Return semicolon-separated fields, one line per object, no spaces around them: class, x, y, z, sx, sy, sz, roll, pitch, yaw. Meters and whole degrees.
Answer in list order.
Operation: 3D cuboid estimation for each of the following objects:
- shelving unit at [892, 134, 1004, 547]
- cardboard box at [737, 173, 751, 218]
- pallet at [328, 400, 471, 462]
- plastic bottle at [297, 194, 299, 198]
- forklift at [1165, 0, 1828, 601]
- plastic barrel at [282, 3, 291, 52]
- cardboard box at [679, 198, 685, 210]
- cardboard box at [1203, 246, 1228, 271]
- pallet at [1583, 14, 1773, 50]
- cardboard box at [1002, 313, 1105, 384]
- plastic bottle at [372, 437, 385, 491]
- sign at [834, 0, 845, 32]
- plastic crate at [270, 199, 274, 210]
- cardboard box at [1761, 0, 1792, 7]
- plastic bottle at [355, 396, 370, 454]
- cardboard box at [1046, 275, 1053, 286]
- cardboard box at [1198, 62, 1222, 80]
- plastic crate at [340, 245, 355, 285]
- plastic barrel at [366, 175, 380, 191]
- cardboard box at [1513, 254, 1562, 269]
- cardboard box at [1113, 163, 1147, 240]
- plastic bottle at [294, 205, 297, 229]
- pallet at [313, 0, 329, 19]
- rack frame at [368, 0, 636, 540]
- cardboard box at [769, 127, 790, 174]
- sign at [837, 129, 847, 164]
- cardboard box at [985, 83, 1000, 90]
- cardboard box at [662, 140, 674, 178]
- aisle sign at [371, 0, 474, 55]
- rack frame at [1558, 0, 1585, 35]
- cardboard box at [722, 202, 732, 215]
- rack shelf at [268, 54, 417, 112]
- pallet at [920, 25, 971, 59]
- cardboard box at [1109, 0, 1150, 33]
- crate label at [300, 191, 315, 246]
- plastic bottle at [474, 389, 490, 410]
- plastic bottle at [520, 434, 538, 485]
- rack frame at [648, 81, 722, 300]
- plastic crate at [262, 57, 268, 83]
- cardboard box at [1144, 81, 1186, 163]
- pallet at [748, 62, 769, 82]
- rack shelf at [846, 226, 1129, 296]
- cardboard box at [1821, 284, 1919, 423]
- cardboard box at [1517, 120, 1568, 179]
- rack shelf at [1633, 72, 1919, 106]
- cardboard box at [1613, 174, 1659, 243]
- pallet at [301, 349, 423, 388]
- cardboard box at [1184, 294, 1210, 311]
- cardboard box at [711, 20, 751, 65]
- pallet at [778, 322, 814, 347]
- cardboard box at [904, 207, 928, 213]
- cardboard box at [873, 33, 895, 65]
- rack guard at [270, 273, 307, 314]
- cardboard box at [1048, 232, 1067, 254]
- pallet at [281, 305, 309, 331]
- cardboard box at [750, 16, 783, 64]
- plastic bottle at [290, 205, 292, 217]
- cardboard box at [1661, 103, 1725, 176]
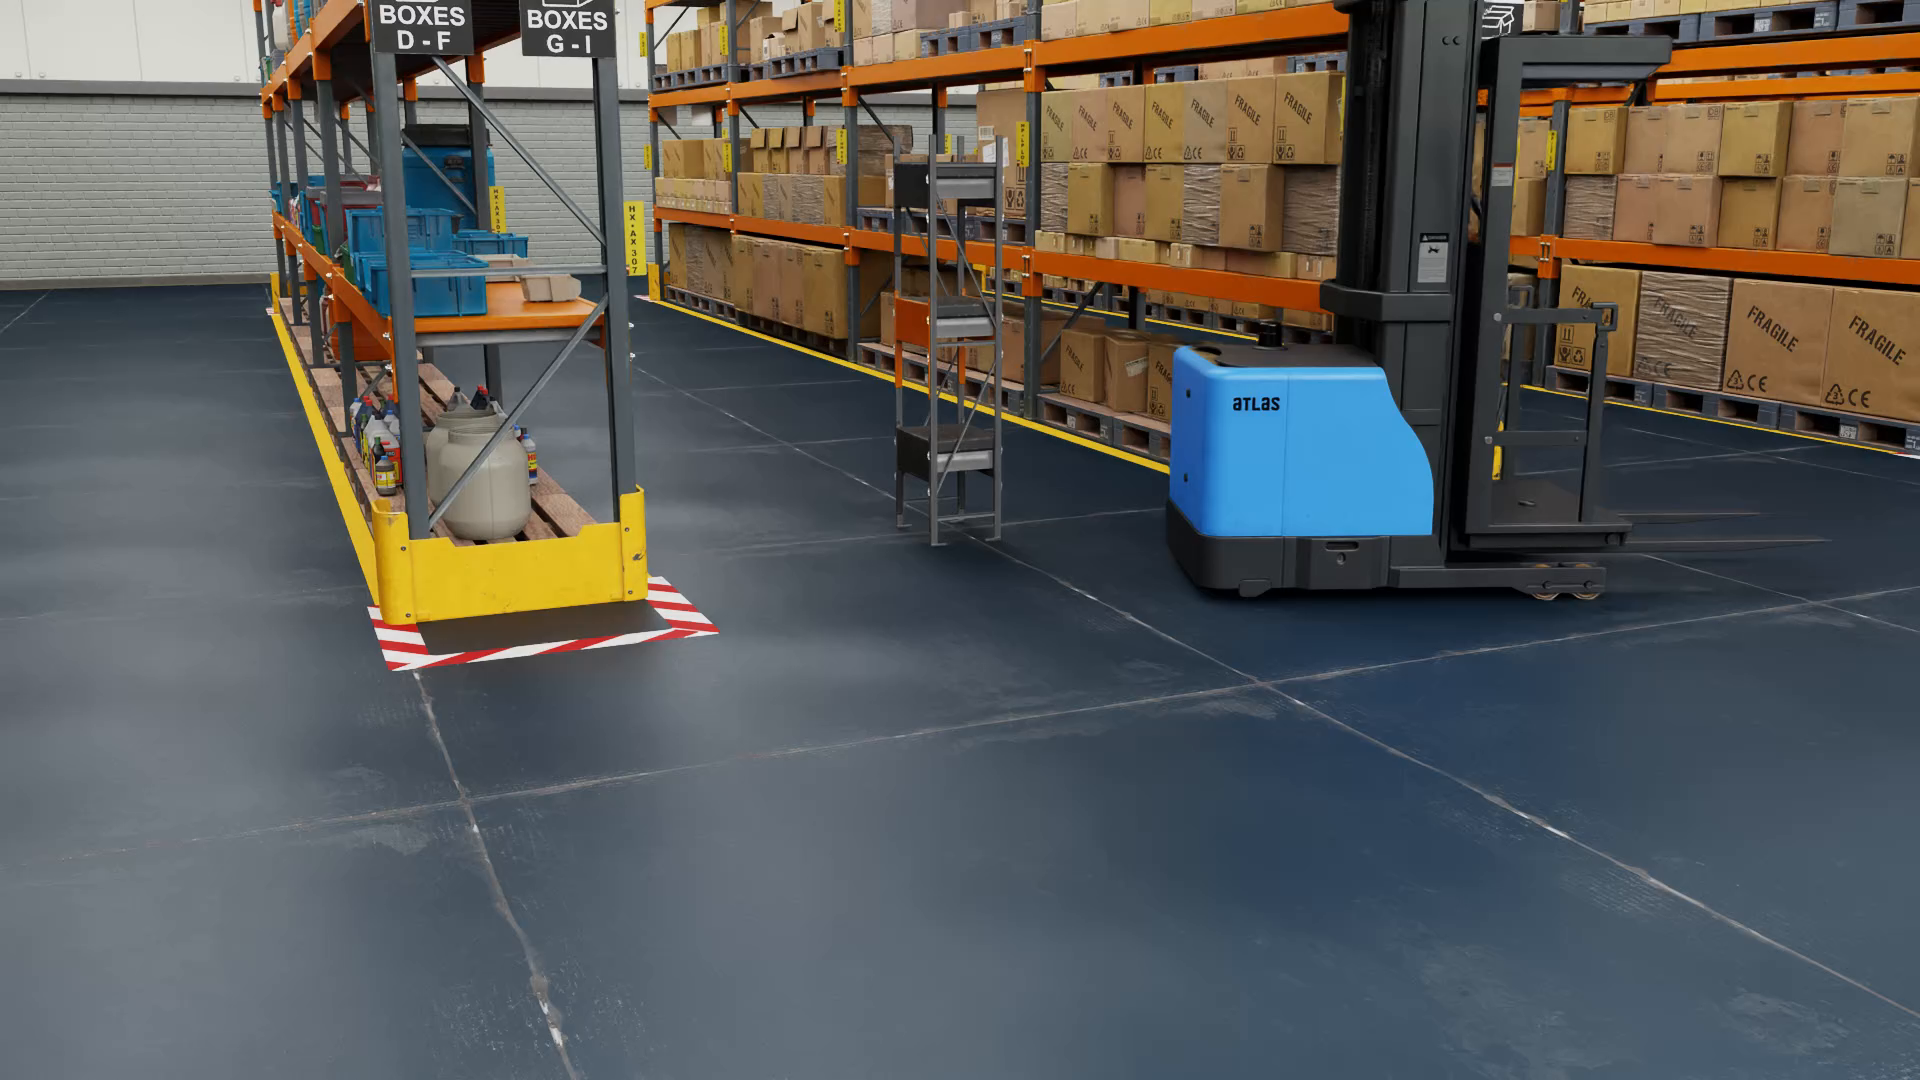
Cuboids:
shelving unit;-0.066;-1.057;8.781;0.431;2.100;0.503;-6;14;-23
cardboard box;-2.274;-4.019;19.362;0.500;0.500;0.500;-6;14;-23
pallet;-3.913;-0.788;11.807;1.003;0.211;1.213;-6;14;-23
plastic bottle;-6.908;-3.506;17.477;0.144;0.351;0.185;-6;14;-23
forklift;2.583;-1.268;7.847;3.031;2.935;1.130;-1;13;-3
plastic barrel;-5.322;-4.238;13.630;0.421;0.512;0.421;0;13;0
cardboard box;-3.475;-4.424;21.888;0.380;0.149;0.250;-6;14;-24
cardboard box;1.758;-1.784;10.481;0.380;0.149;0.250;-6;14;-23
pallet;5.878;-4.111;13.523;1.003;0.211;1.213;-6;14;-23
cardboard box;0.749;-1.561;13.528;0.700;0.500;0.500;-7;15;-27
plastic bottle;-3.162;-0.415;9.058;0.061;0.283;0.133;-5;14;-22
sign;-1.139;-4.965;15.696;0.100;0.325;0.005;-6;14;-23
plastic crate;-8.520;-4.213;20.874;0.250;0.136;0.298;-6;14;-23
cardboard box;6.108;-3.982;12.172;0.380;0.149;0.250;-5;14;-22
plastic bottle;-3.620;-0.707;10.173;0.144;0.351;0.185;-5;14;-21
cardboard box;1.429;-3.655;23.401;0.380;0.149;0.250;-5;14;-22
cardboard box;3.087;-5.500;19.106;0.500;0.500;0.500;-6;14;-23
plastic crate;-3.278;-1.579;9.509;0.450;0.188;0.662;-6;14;-23
plastic barrel;-4.702;-2.812;14.066;0.600;0.536;0.708;-6;14;-23
cardboard box;7.899;-3.661;21.817;0.875;0.875;0.875;-5;14;-22
cardboard box;1.559;-2.330;11.402;0.875;0.500;0.500;-6;14;-23
plastic bottle;-6.446;-3.182;16.253;0.097;0.271;0.097;0;13;0
pallet;-3.185;-3.217;9.884;1.213;0.211;1.003;-6;14;-23
rack frame;-1.961;-1.162;7.236;1.000;3.000;0.127;-6;14;-23
cardboard box;-1.702;-4.351;18.573;0.797;0.503;0.637;-5;14;-22
sign;-1.135;-3.775;15.960;0.100;0.325;0.005;-6;14;-23
cardboard box;0.699;-6.614;24.475;0.500;0.250;0.500;-5;14;-21
cardboard box;-3.687;-5.125;22.370;0.500;0.500;0.500;-6;14;-24
aisle sign;-2.204;-2.386;6.763;0.394;0.787;0.004;-6;14;-23
rack frame;5.560;-5.785;13.909;1.000;3.000;0.127;-6;14;-23
cardboard box;-2.652;-3.999;20.054;0.380;0.149;0.250;-6;14;-23
rack shelf;-5.967;-4.338;15.906;1.077;0.370;4.000;-6;14;-23
pallet;0.407;-4.156;13.940;1.213;0.211;1.003;-6;14;-23
cardboard box;1.326;-3.495;10.999;0.500;0.250;0.500;-6;14;-25
crate label;-5.015;-2.602;13.381;0.502;0.435;0.616;-6;14;-23
plastic bottle;-2.964;-0.765;10.422;0.144;0.351;0.185;-6;15;-26
plastic bottle;-2.402;-0.449;9.234;0.097;0.271;0.097;0;13;0
rack frame;-3.832;-4.915;23.452;1.000;3.000;0.127;-6;14;-23
plastic crate;-7.765;-5.385;19.095;0.437;0.282;0.530;-6;14;-23
cardboard box;1.534;-2.691;10.747;0.500;0.500;0.500;-6;14;-23
pallet;-1.817;-5.271;18.765;0.805;0.209;1.217;-6;14;-25
rack shelf;0.174;-2.498;14.606;1.077;0.370;4.000;-6;14;-23
cardboard box;6.830;-1.340;11.786;0.875;0.875;0.875;-6;14;-23
cardboard box;5.356;-3.500;14.902;0.700;0.500;0.500;-6;14;-24
rack shelf;9.254;-4.854;18.135;1.077;0.370;4.000;-6;14;-23
cardboard box;5.960;-2.749;13.761;0.875;0.550;0.550;-6;14;-23
pallet;-5.519;-1.615;15.379;1.003;0.211;1.213;-6;14;-23
cardboard box;3.023;-3.003;19.806;0.500;0.500;0.500;-6;14;-25
cardboard box;-2.598;-6.008;20.148;0.700;0.500;0.500;-7;15;-26
pallet;-1.359;-2.325;18.445;1.003;0.211;1.213;-6;14;-23
cardboard box;-0.167;-3.026;14.694;0.500;0.250;0.500;-6;14;-25
cardboard box;-0.467;-4.424;15.012;0.500;0.250;0.500;-5;14;-22
rack guard;-8.392;-3.253;21.817;1.175;0.500;0.348;-6;14;-23
cardboard box;0.874;-2.189;12.230;0.380;0.149;0.250;-6;14;-23
pallet;-7.590;-2.683;19.994;1.003;0.211;1.213;-6;14;-23
cardboard box;-1.988;-5.684;18.970;0.700;0.500;0.500;-5;14;-22
plastic bottle;-6.856;-3.394;17.167;0.097;0.271;0.097;0;13;0
cardboard box;6.094;-3.155;13.122;0.875;0.550;0.550;-6;14;-23
